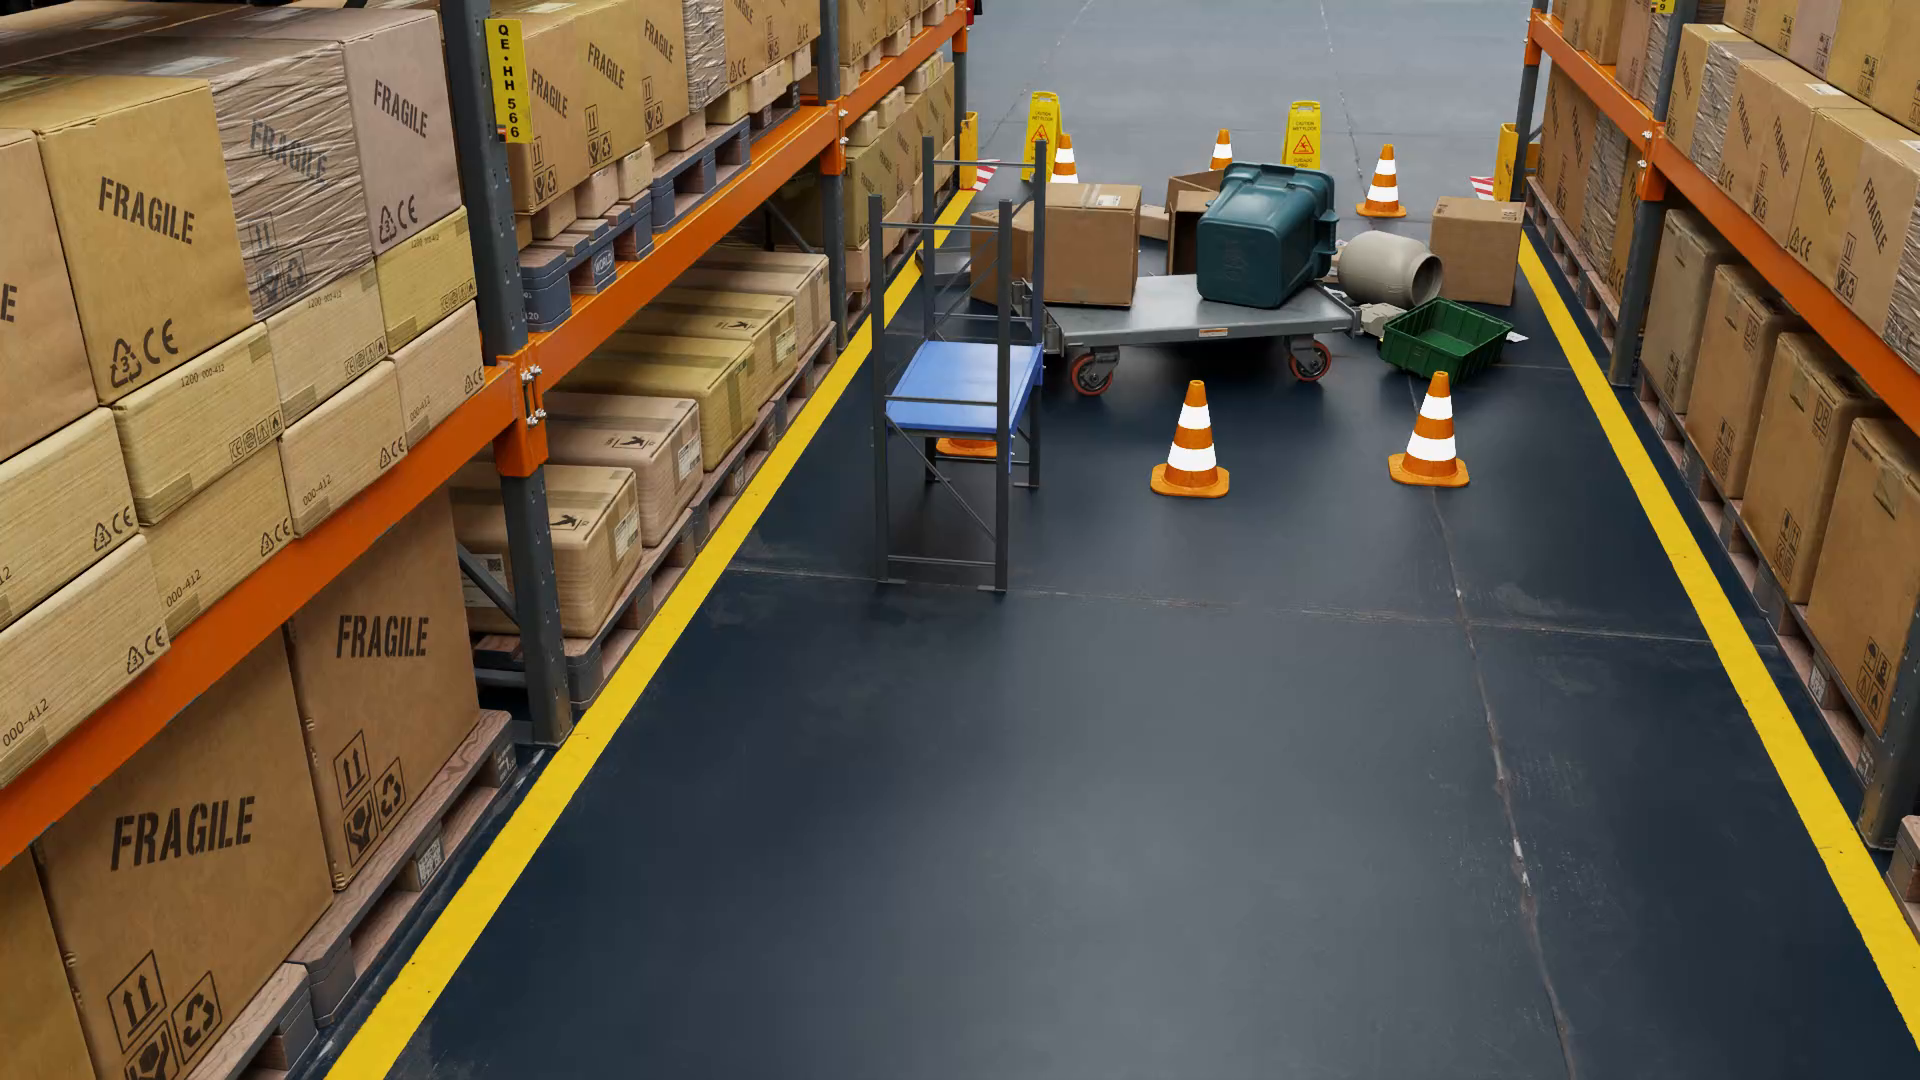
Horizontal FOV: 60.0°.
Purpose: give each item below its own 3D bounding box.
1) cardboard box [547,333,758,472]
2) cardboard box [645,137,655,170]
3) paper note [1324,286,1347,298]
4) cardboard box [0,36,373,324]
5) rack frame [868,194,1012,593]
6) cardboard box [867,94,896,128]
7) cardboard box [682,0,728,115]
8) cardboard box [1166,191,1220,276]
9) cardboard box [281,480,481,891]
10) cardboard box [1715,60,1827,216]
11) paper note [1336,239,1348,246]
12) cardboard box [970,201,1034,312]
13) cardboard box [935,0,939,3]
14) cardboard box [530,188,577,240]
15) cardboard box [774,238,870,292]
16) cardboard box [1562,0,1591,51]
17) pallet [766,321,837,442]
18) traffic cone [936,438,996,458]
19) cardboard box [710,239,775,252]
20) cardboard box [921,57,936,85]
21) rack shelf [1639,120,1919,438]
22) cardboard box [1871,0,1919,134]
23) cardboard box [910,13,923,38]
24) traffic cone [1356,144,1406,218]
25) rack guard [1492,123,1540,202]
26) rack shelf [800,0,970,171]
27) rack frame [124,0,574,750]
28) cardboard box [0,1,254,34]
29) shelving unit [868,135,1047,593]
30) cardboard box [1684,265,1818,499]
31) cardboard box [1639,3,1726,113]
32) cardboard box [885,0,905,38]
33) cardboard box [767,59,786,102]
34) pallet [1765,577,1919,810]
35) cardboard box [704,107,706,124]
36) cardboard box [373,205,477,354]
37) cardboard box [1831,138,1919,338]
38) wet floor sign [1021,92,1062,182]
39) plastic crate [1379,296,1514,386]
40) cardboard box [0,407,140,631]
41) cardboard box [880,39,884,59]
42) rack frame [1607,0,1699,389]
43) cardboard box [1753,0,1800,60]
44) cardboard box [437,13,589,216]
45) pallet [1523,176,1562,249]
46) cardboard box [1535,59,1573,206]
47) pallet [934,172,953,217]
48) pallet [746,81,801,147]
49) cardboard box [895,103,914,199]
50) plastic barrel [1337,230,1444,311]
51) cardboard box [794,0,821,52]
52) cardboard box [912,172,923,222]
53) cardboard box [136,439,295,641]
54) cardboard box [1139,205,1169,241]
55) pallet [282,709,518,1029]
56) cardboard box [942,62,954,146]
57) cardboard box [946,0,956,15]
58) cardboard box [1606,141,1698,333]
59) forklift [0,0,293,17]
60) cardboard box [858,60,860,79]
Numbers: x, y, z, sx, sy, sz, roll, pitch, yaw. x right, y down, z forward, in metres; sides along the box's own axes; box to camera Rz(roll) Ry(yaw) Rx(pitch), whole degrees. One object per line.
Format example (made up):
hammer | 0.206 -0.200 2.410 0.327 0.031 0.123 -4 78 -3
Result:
cardboard box | -1.418 -0.609 7.117 0.950 0.372 0.625 5 26 10
cardboard box | -1.328 -1.394 5.991 0.380 0.149 0.250 6 26 12
paper note | 2.208 -1.466 9.856 0.172 0.023 0.155 13 28 26
cardboard box | -1.664 -0.796 3.615 0.500 0.500 0.500 4 25 9
rack frame | -0.069 -0.502 6.054 0.500 1.500 0.032 4 25 9
cardboard box | -0.584 -2.490 9.629 0.380 0.149 0.250 5 26 11
cardboard box | -1.213 -1.939 6.391 0.500 0.500 0.500 3 25 7
cardboard box | 1.611 -1.722 9.676 0.797 0.637 0.503 4 25 9
cardboard box | -1.957 0.308 4.565 0.875 0.875 0.875 4 25 8
cardboard box | 3.274 -1.544 6.391 0.500 0.500 0.500 4 25 8
paper note | 2.521 -1.926 10.832 0.144 0.017 0.142 13 28 26
cardboard box | 0.409 -1.643 9.668 0.500 0.500 0.500 -20 32 -36
cardboard box | -0.358 -3.818 10.900 0.500 0.500 0.500 4 25 9
cardboard box | -1.446 -1.063 5.283 0.380 0.149 0.250 2 25 5
cardboard box | -0.746 -1.593 9.364 0.500 0.250 0.500 3 25 6
cardboard box | 4.146 -3.245 9.968 0.875 0.550 0.550 4 25 9
pallet | -1.234 -0.832 8.278 1.003 0.211 1.213 4 25 9
traffic cone | 0.070 -0.656 7.605 0.336 0.463 0.334 4 25 9
cardboard box | -1.277 -1.631 9.445 0.500 0.250 0.500 5 26 11
cardboard box | -0.366 -3.055 10.838 0.380 0.149 0.250 4 25 9
rack shelf | 3.465 -0.957 6.106 1.077 0.370 4.000 4 25 9
cardboard box | 3.384 -1.558 5.243 0.700 0.500 0.500 4 25 8
cardboard box | -0.445 -3.269 10.491 0.380 0.149 0.250 4 25 8
traffic cone | 2.958 -2.520 11.588 0.336 0.463 0.334 4 25 9
rack guard | 4.449 -2.671 11.866 1.175 0.500 0.348 4 25 9
rack shelf | -0.782 -2.931 10.322 1.077 0.370 4.000 4 25 9
rack frame | -1.762 -0.747 4.809 1.000 3.000 0.127 4 25 9
cardboard box | -2.084 -1.056 4.171 0.500 0.500 0.500 3 25 7
shelving unit | 0.014 -0.715 6.508 0.538 1.500 1.048 4 25 9
cardboard box | 3.617 -0.622 6.699 1.050 0.750 0.750 4 25 9
cardboard box | 3.840 -2.343 8.040 0.875 0.550 0.550 4 25 9
cardboard box | -0.608 -3.186 9.549 0.500 0.500 0.500 4 25 8
cardboard box | -0.987 -2.043 7.378 0.380 0.149 0.250 4 25 8
pallet | 3.341 0.492 5.451 1.003 0.211 1.213 4 25 9
cardboard box | -1.246 -1.734 6.717 0.380 0.149 0.250 3 25 7
cardboard box | -1.591 -0.686 4.264 0.500 0.250 0.500 4 25 8
cardboard box | 3.029 -0.908 5.033 0.500 0.500 0.500 4 25 9
wet floor sign | 0.632 -3.032 12.467 0.267 0.644 0.232 13 28 26
plastic crate | 2.527 -1.036 8.673 0.450 0.188 0.662 29 36 30
cardboard box | -1.819 -0.038 2.881 0.500 0.250 0.500 3 25 7
cardboard box | -0.650 -2.853 9.604 0.380 0.149 0.250 4 25 8
rack frame | 3.792 -2.120 7.740 1.000 3.000 0.127 4 25 9
cardboard box | 3.634 -2.194 6.603 0.700 0.500 0.500 4 25 8
cardboard box | -1.460 -1.290 5.003 0.500 0.500 0.500 3 25 7
pallet | 4.392 -2.190 11.179 1.003 0.211 1.213 4 25 9
cardboard box | 4.400 -2.732 11.060 0.875 0.875 0.875 4 25 9
pallet | -0.635 -2.461 11.759 1.003 0.211 1.213 4 25 9
pallet | -1.377 -2.024 7.762 1.003 0.211 1.213 4 25 9
cardboard box | -0.583 -2.374 10.148 0.500 0.500 0.500 5 26 11
plastic barrel | 2.464 -1.534 9.527 0.421 0.421 0.512 -20 32 -36
cardboard box | -0.958 -2.581 7.763 0.500 0.500 0.500 4 25 8
cardboard box | -0.494 -2.246 10.758 0.500 0.250 0.500 3 25 7
cardboard box | -1.755 -0.026 3.444 0.500 0.250 0.500 4 25 8
cardboard box | 1.324 -2.114 11.092 0.380 0.149 0.250 19 31 35
pallet | -1.965 0.840 4.706 1.003 0.211 1.213 4 25 9
cardboard box | -0.328 -3.025 11.537 0.500 0.500 0.500 4 25 9
cardboard box | -0.237 -3.695 11.401 0.380 0.149 0.250 4 25 8
cardboard box | 3.963 -1.606 8.653 0.875 0.875 0.875 4 25 9
forklift | -2.978 -1.599 6.709 1.130 2.935 3.031 4 25 9
cardboard box | -0.750 -2.525 8.903 0.380 0.149 0.250 5 26 10
